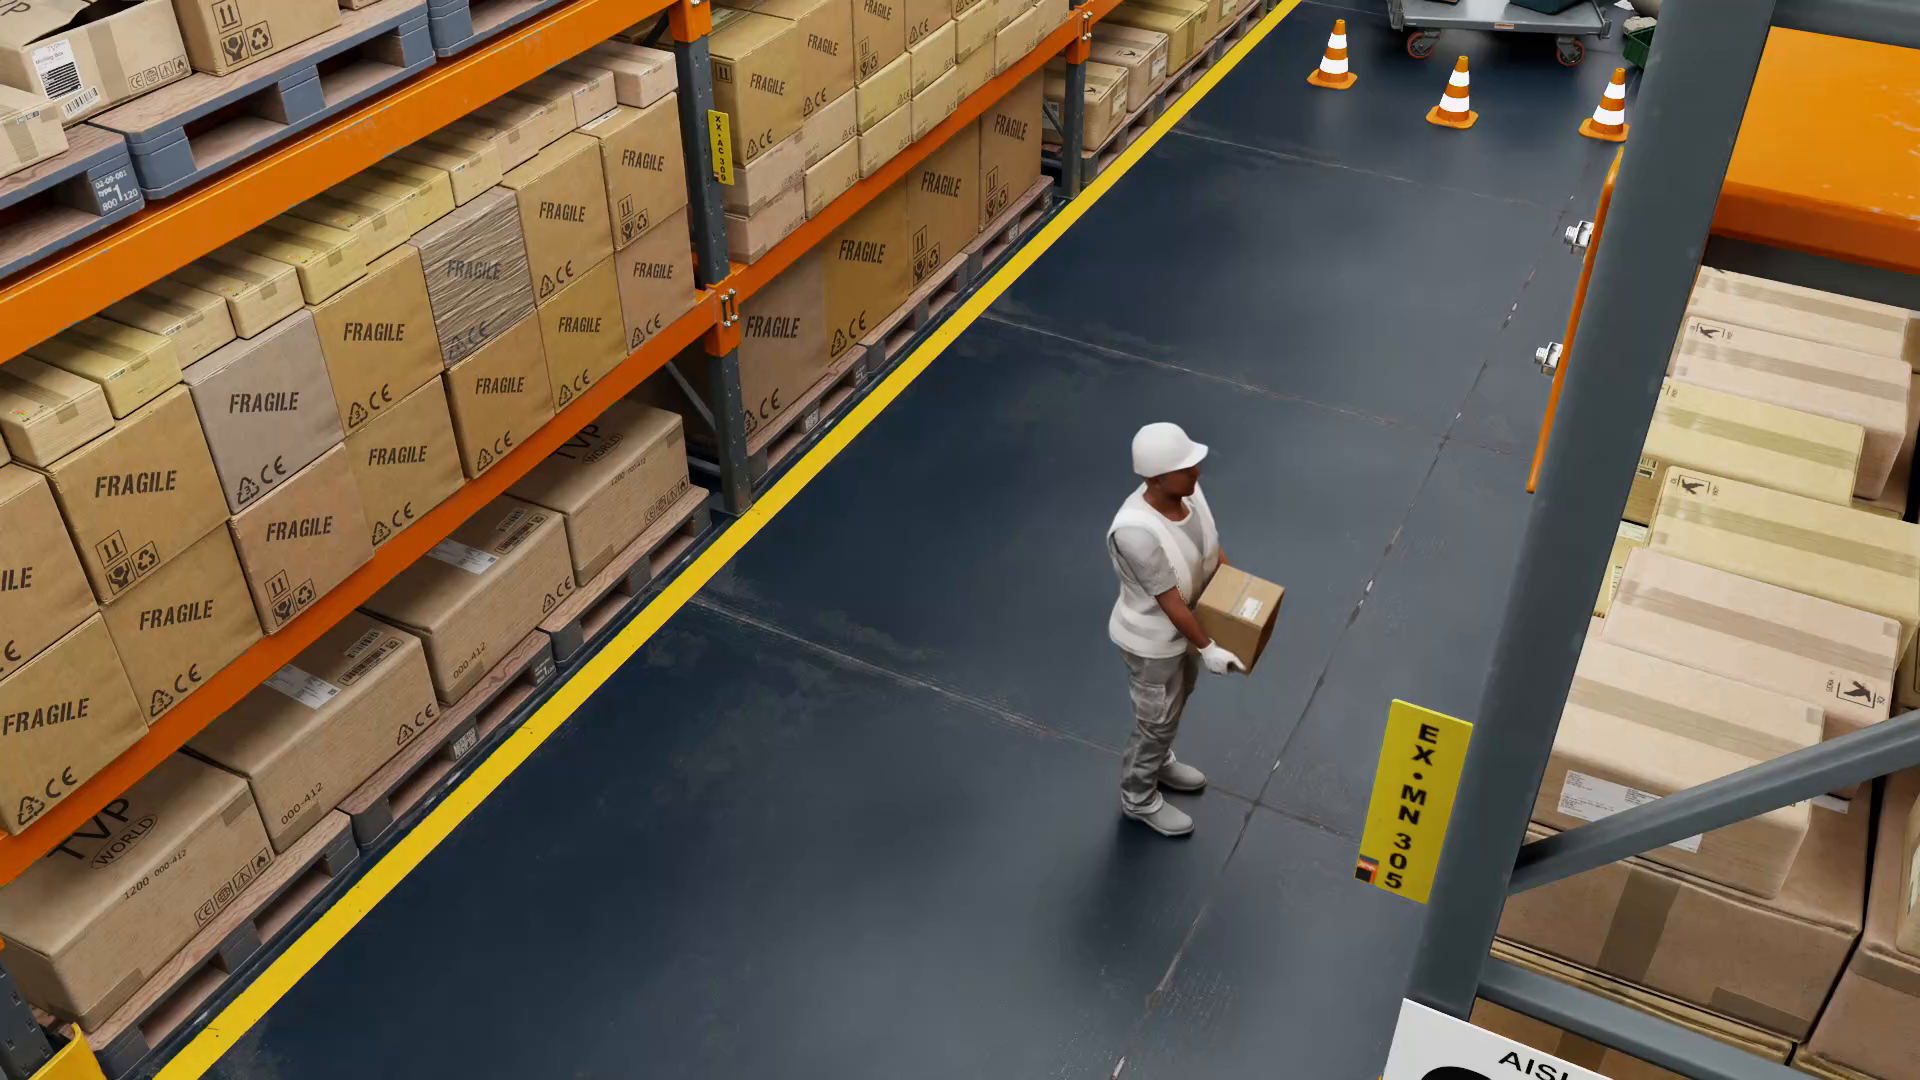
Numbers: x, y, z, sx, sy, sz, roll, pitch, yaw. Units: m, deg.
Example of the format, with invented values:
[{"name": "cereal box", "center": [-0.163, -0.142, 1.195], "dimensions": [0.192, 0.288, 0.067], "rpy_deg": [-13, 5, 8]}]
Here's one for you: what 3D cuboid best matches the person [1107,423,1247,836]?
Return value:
[{"name": "person", "center": [0.852, 0.358, 6.272], "dimensions": [0.574, 1.780, 0.490], "rpy_deg": [18, 41, 21]}]
